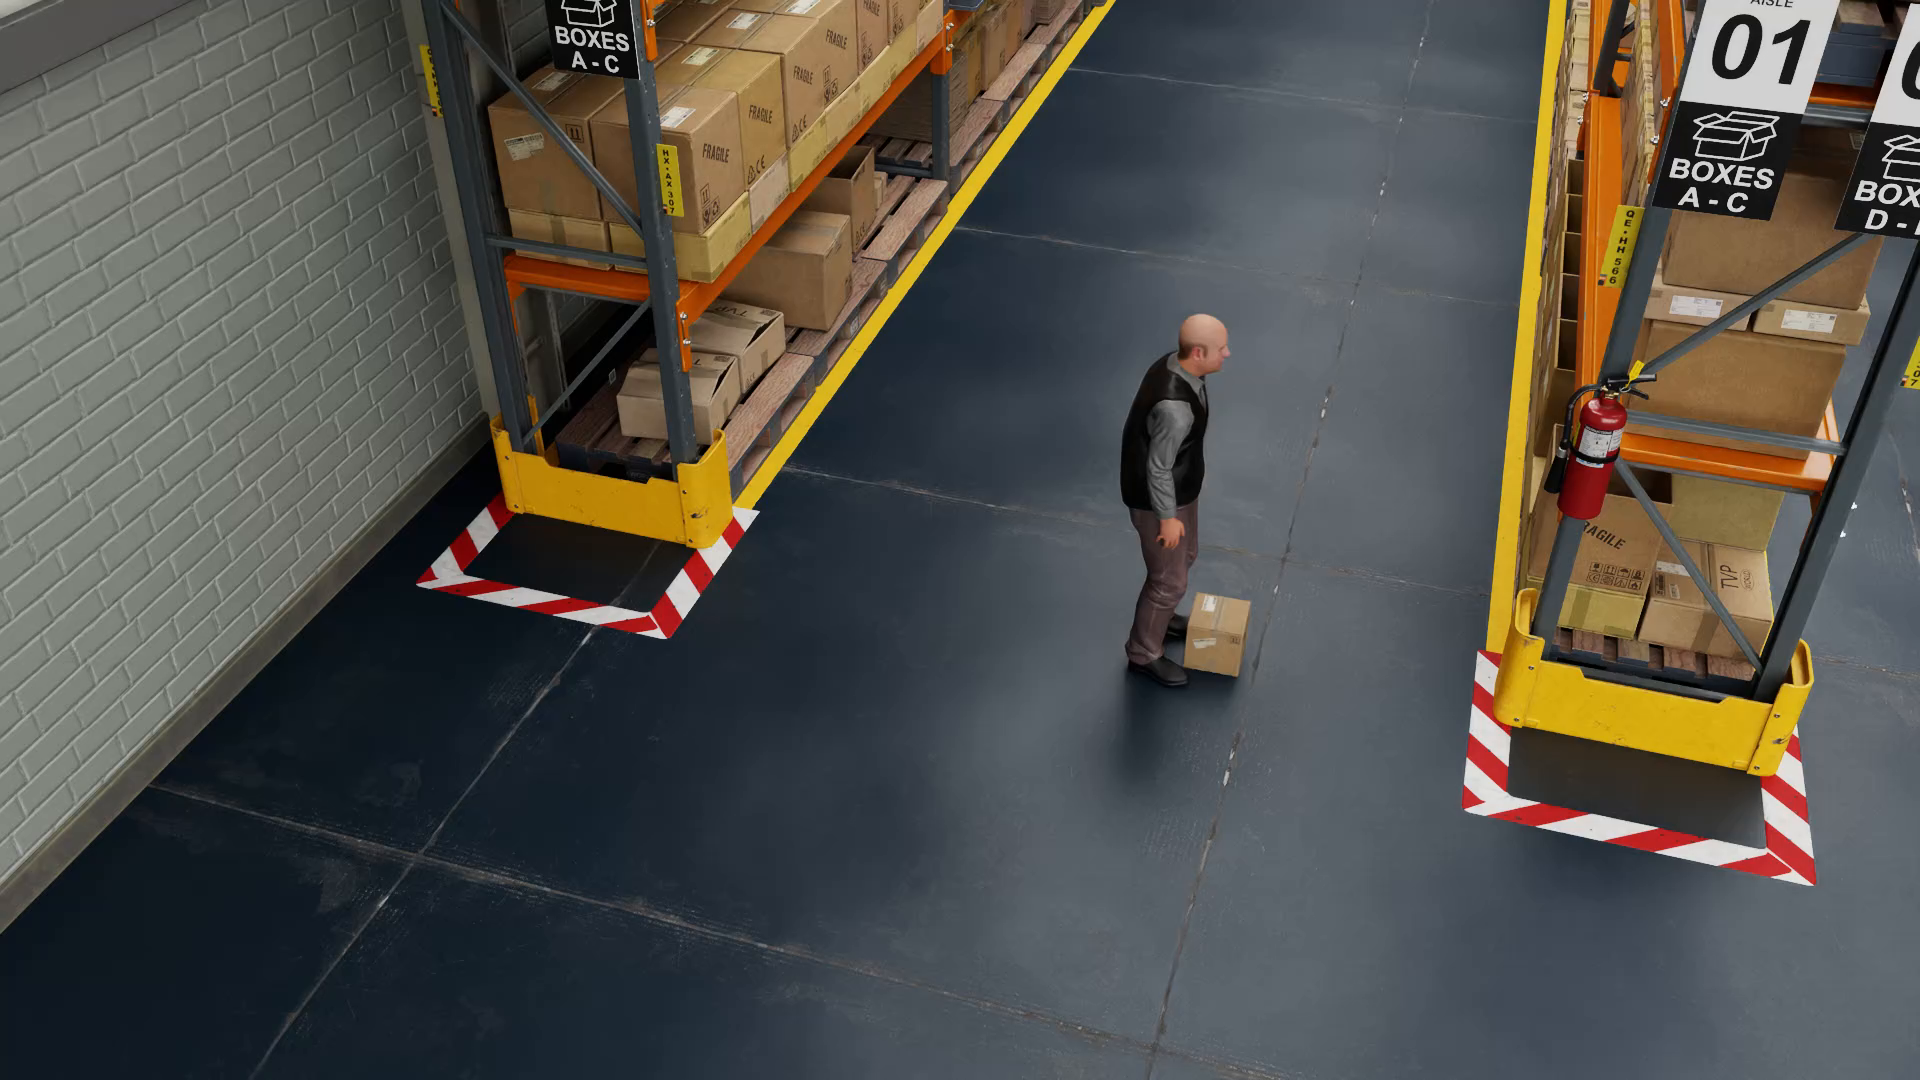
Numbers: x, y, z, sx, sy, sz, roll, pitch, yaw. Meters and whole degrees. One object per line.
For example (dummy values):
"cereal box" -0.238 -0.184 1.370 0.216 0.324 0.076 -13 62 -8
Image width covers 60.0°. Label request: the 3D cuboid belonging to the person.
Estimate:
"person" 0.898 -0.206 7.190 0.425 1.717 0.581 9 38 12
